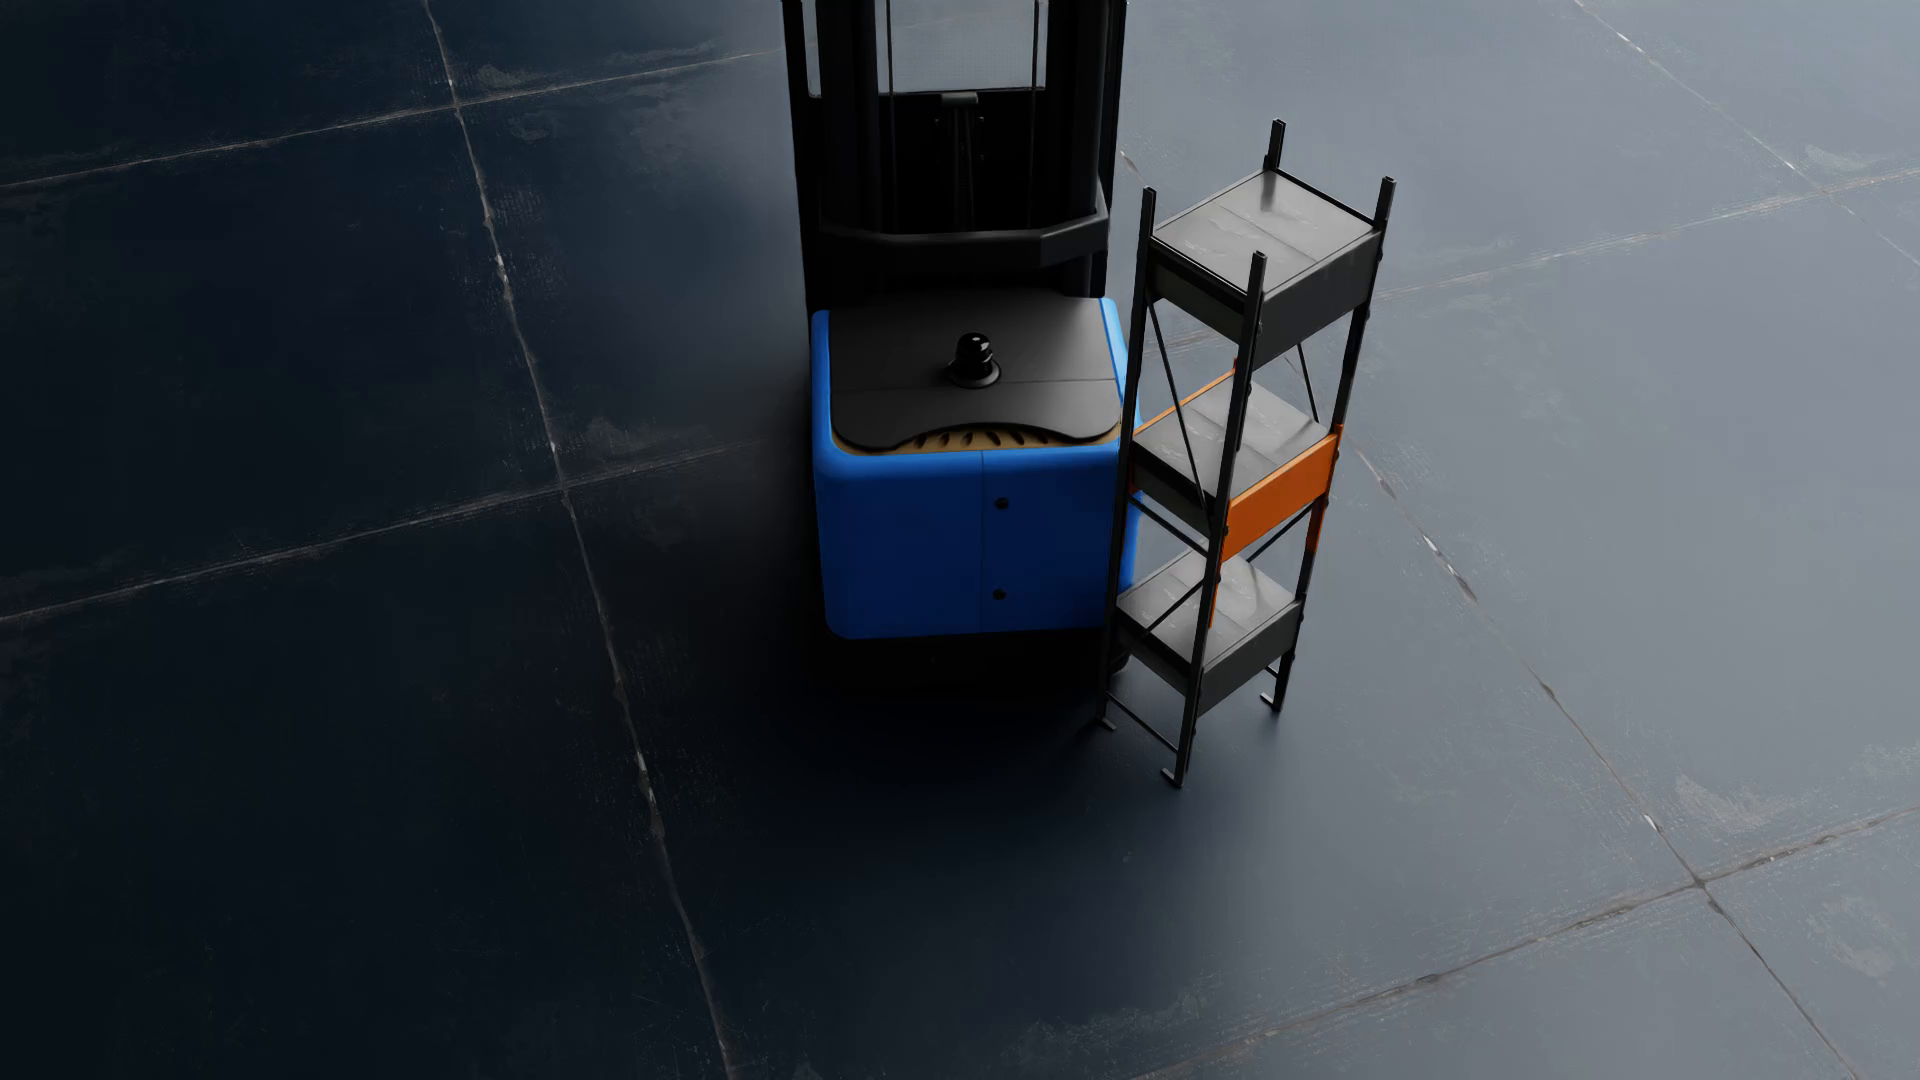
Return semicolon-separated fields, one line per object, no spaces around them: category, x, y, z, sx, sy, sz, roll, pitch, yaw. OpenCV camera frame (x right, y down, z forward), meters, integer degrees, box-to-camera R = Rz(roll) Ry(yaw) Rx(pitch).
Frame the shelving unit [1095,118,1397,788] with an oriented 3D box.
shelving unit;0.780;-0.153;4.920;0.503;2.100;0.431;-32;53;-28

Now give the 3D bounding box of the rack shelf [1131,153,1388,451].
rack shelf;0.780;-0.637;4.433;0.480;0.518;0.431;-32;53;-28

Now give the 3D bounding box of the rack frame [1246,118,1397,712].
rack frame;0.963;-0.266;5.033;0.015;2.100;0.400;-32;53;-28

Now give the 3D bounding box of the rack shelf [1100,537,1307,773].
rack shelf;0.780;0.351;5.425;0.480;0.518;0.431;-32;53;-28

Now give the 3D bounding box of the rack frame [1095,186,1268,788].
rack frame;0.596;-0.039;4.806;0.015;2.100;0.400;-32;53;-28

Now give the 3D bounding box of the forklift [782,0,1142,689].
forklift;-0.035;-1.568;5.743;1.130;2.935;3.031;-3;45;-3

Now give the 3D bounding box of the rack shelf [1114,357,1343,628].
rack shelf;0.780;-0.143;4.929;0.480;0.518;0.431;-32;53;-28
